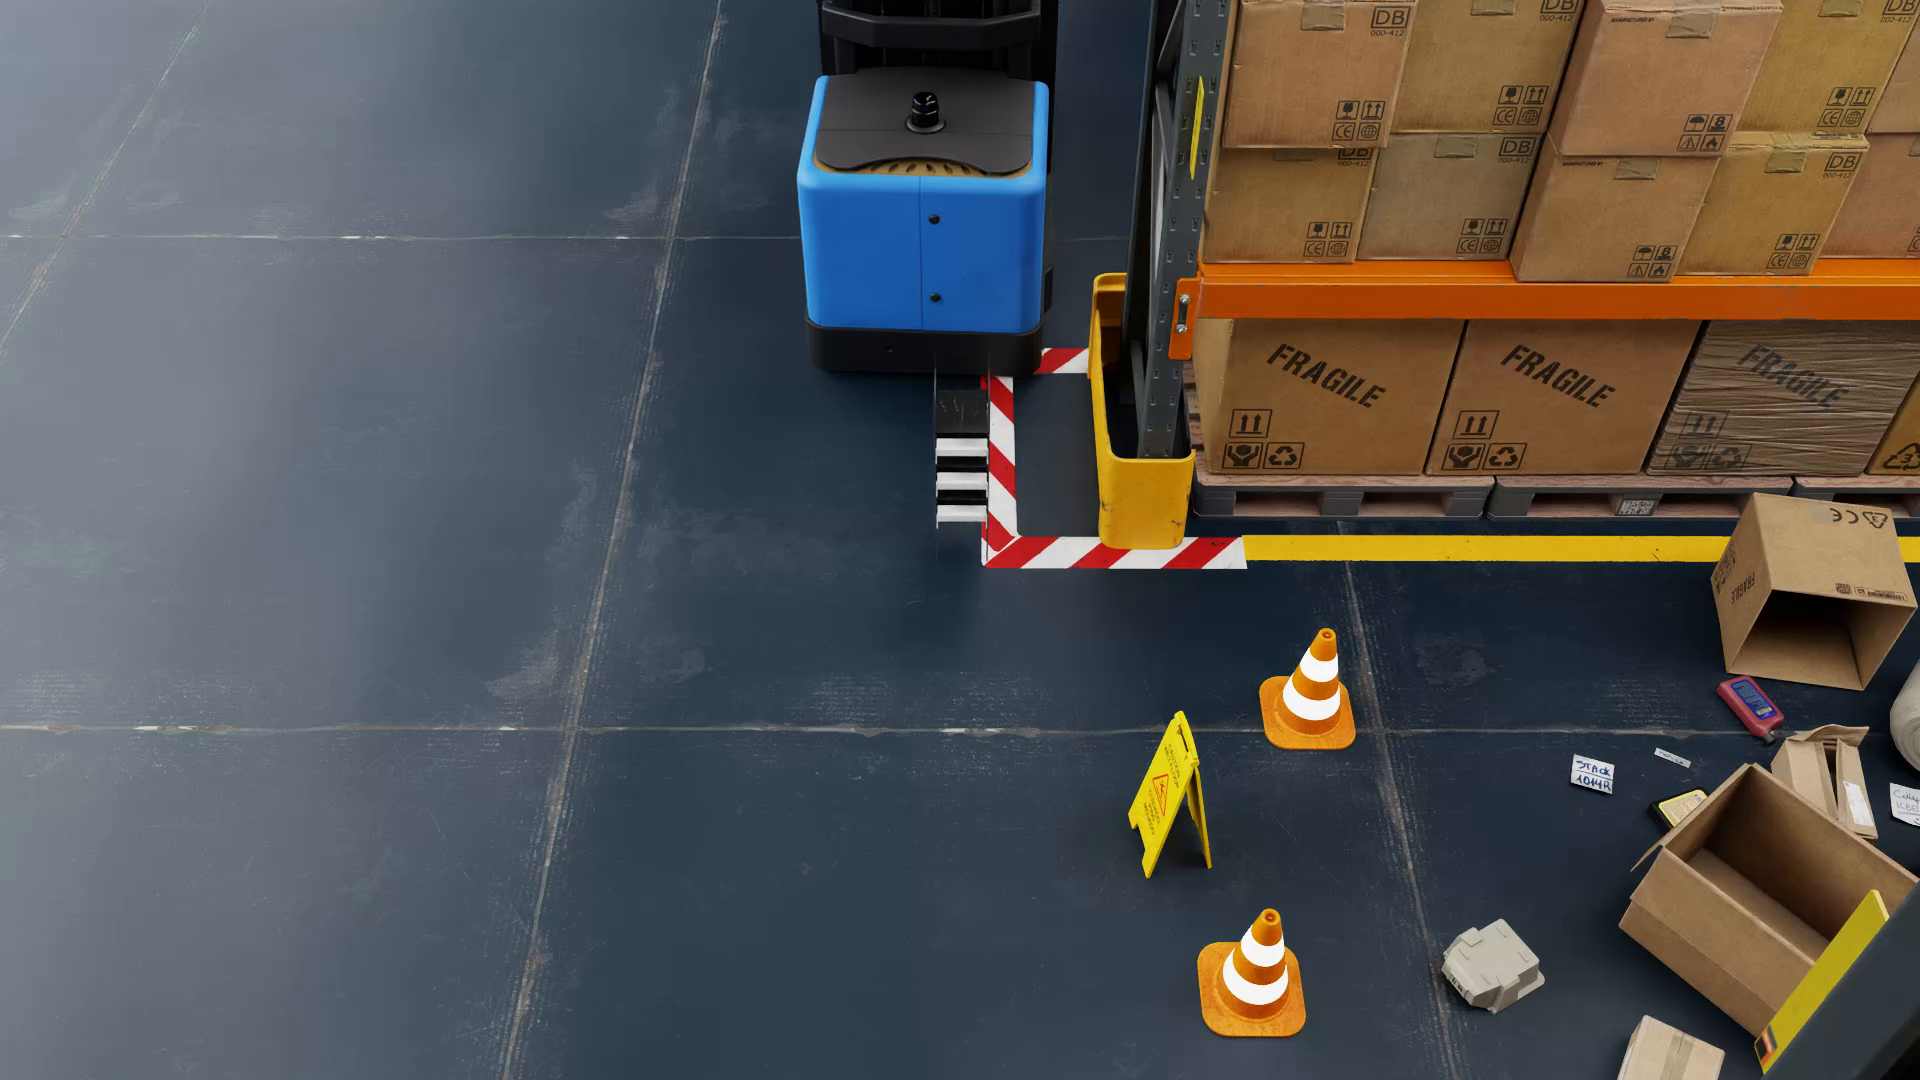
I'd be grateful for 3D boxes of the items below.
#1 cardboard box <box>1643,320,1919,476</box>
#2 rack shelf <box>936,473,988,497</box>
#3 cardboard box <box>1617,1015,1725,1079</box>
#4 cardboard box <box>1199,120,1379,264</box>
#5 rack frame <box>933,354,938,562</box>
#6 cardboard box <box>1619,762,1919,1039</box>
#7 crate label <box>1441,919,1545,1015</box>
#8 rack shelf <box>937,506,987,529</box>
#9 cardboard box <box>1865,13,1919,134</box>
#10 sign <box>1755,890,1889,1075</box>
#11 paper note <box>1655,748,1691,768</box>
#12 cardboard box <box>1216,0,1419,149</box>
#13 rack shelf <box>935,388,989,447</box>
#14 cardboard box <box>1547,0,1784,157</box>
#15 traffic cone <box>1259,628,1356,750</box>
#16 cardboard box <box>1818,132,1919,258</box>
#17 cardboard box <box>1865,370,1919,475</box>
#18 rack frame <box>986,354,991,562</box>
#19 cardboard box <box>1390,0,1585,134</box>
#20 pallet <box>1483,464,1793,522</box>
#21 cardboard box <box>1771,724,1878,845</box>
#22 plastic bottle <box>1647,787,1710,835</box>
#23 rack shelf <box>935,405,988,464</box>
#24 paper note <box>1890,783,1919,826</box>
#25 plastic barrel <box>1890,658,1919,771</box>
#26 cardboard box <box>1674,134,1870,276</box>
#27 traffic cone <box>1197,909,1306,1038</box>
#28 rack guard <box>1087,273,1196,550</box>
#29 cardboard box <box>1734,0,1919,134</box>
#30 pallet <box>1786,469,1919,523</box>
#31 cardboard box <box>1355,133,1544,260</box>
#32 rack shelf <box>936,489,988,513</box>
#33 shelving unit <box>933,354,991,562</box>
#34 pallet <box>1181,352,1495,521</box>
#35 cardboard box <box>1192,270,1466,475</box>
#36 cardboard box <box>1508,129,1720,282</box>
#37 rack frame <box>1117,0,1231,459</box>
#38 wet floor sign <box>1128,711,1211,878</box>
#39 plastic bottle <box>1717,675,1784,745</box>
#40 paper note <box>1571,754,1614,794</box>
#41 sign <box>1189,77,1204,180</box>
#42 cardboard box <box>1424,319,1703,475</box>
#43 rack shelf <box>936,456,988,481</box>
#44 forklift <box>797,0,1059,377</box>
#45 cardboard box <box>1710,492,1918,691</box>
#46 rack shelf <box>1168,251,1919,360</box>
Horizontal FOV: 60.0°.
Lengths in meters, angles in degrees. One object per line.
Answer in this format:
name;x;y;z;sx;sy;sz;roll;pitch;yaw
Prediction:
cardboard box;3.242;-0.873;6.759;0.875;0.875;0.875;0;47;0
rack shelf;0.008;-0.284;6.526;0.200;0.077;0.258;0;47;0
cardboard box;2.172;1.707;5.140;0.250;0.149;0.380;23;51;20
cardboard box;1.143;-1.496;6.071;0.550;0.550;0.875;0;47;0
rack frame;-0.094;-0.307;6.502;0.006;0.900;0.240;0;47;0
cardboard box;2.621;1.213;5.358;0.637;0.503;0.797;-31;54;-26
crate label;1.740;1.387;5.446;0.298;0.136;0.250;-23;51;-20
rack shelf;0.008;-0.161;6.657;0.200;0.077;0.258;0;47;0
cardboard box;3.313;-1.865;5.677;0.550;0.550;0.875;0;47;0
sign;0.877;0.481;1.679;0.005;0.325;0.100;0;47;0
paper note;2.607;0.797;6.082;0.123;0.001;0.032;23;51;20
cardboard box;1.143;-1.802;5.619;0.550;0.550;0.875;0;47;0
rack shelf;0.008;-0.468;6.328;0.200;0.077;0.258;0;47;0
cardboard box;2.253;-1.767;5.586;0.550;0.550;0.875;0;47;0
traffic cone;1.298;0.493;6.056;0.334;0.463;0.336;0;47;0
cardboard box;3.313;-1.517;6.092;0.550;0.550;0.875;0;47;0
cardboard box;4.143;-0.874;6.759;0.875;0.875;0.875;1;47;1
rack frame;0.110;-0.306;6.501;0.006;0.900;0.240;0;47;0
cardboard box;1.693;-1.868;5.680;0.550;0.550;0.875;0;47;0
pallet;2.789;-0.512;7.163;1.213;0.211;1.003;0;47;0
cardboard box;3.046;0.873;5.836;0.258;0.266;0.396;8;48;7
plastic bottle;2.599;0.956;5.899;0.283;0.061;0.133;-15;49;-13
rack shelf;0.008;-0.407;6.394;0.200;0.077;0.258;0;47;0
paper note;3.407;0.948;5.932;0.155;0.023;0.172;15;49;14
plastic barrel;3.632;0.596;5.987;0.421;0.421;0.512;32;55;26
cardboard box;2.783;-1.446;6.025;0.500;0.550;0.875;0;47;0
traffic cone;0.954;1.319;5.287;0.334;0.463;0.336;0;47;0
rack guard;0.748;-0.561;7.011;0.348;0.500;1.175;0;47;0
cardboard box;2.783;-1.861;5.673;0.500;0.550;0.875;0;47;0
pallet;4.012;-0.511;7.162;1.213;0.211;1.003;0;47;0
cardboard box;1.693;-1.510;6.085;0.550;0.550;0.875;0;47;0
rack shelf;0.008;-0.223;6.592;0.200;0.077;0.258;0;47;0
shelving unit;0.008;-0.307;6.501;0.210;0.900;0.258;0;47;0
pallet;1.572;-0.517;7.168;1.213;0.211;1.003;0;47;0
cardboard box;1.450;-0.878;6.764;0.875;0.875;0.875;0;47;0
cardboard box;2.253;-1.417;5.998;0.550;0.550;0.875;0;47;0
rack frame;0.772;-1.412;6.096;0.127;3.000;1.000;0;47;0
wet floor sign;0.736;0.839;5.609;0.232;0.644;0.267;-7;47;-7
plastic bottle;2.966;0.636;6.197;0.133;0.061;0.283;-15;49;-13
paper note;2.292;0.847;6.023;0.142;0.017;0.144;15;49;14
sign;0.764;-1.328;5.372;0.005;0.325;0.100;0;47;0
cardboard box;2.330;-0.877;6.763;0.875;0.875;0.875;-1;47;0
rack shelf;0.008;-0.345;6.460;0.200;0.077;0.258;0;47;0
forklift;-0.085;-2.799;7.434;1.130;2.935;3.031;2;47;2
cardboard box;3.216;0.196;6.305;0.500;0.500;0.500;8;48;7
rack shelf;2.772;-1.162;6.354;4.000;0.370;1.077;0;47;0
